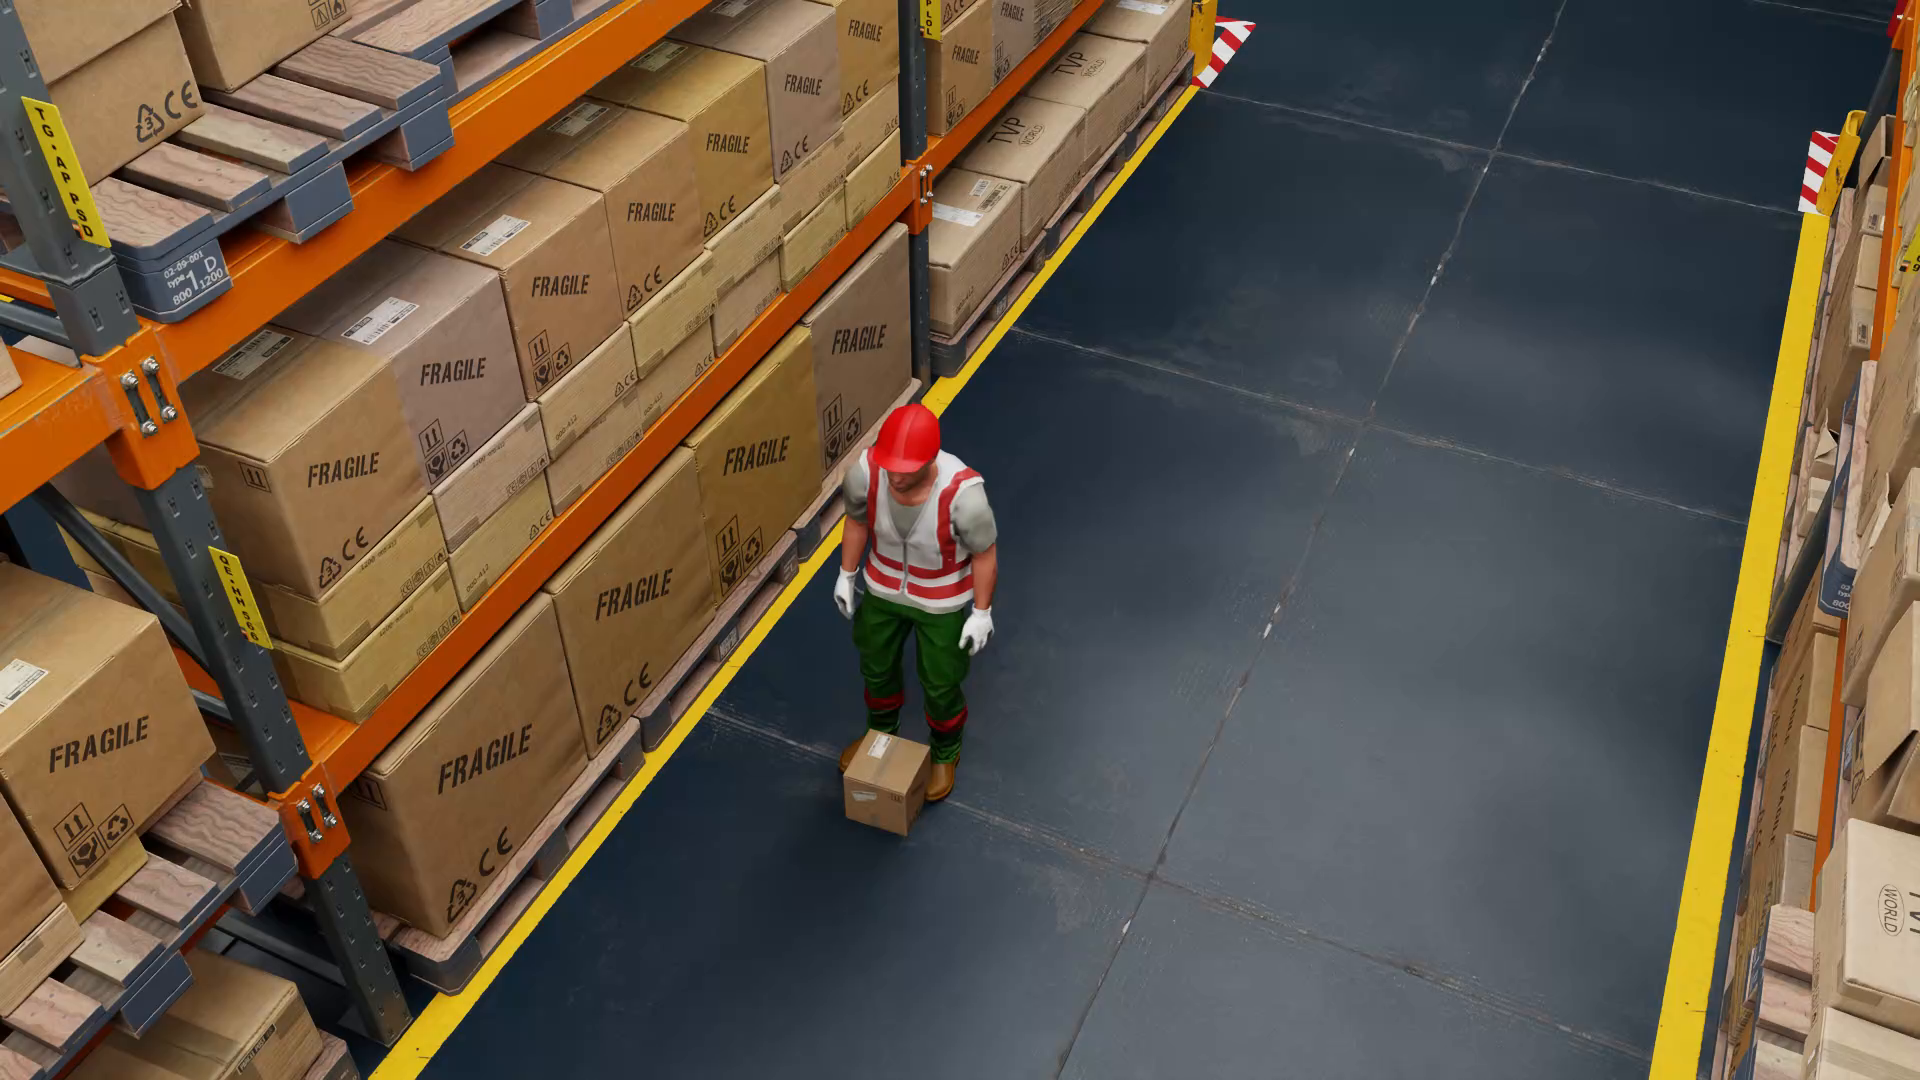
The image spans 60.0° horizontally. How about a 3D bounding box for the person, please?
[{"bbox_3d":[-0.160,0.214,5.905,0.621,1.781,0.445,16,44,17],"label":"person"}]
